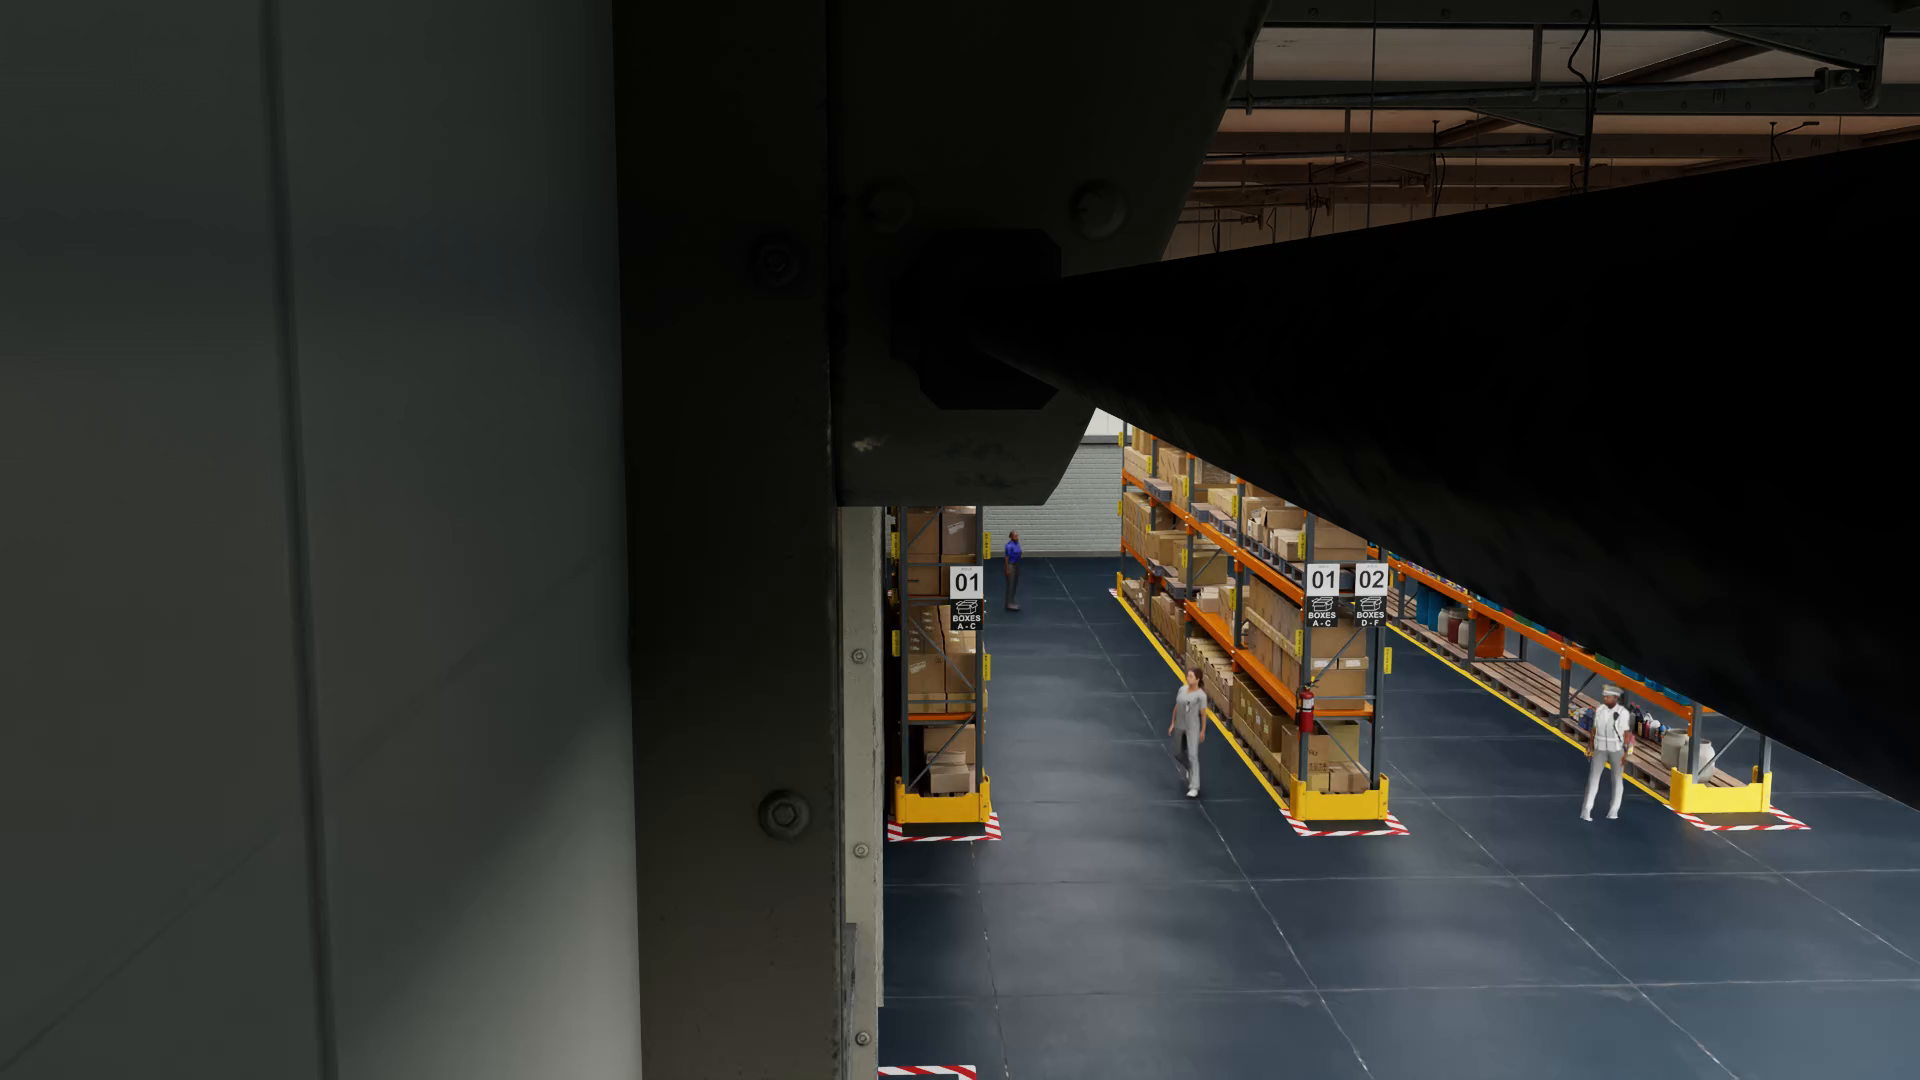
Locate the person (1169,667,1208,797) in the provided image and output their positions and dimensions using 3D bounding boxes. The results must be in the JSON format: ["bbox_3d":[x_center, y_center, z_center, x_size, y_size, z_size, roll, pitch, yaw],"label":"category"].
[{"bbox_3d":[3.040,2.467,21.809,0.514,1.632,0.899,6,10,36],"label":"person"}]

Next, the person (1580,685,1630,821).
[{"bbox_3d":[8.001,2.627,20.596,0.506,1.698,0.551,7,10,40],"label":"person"}]

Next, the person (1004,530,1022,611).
[{"bbox_3d":[1.129,0.626,34.870,0.389,1.654,0.522,5,10,33],"label":"person"}]
